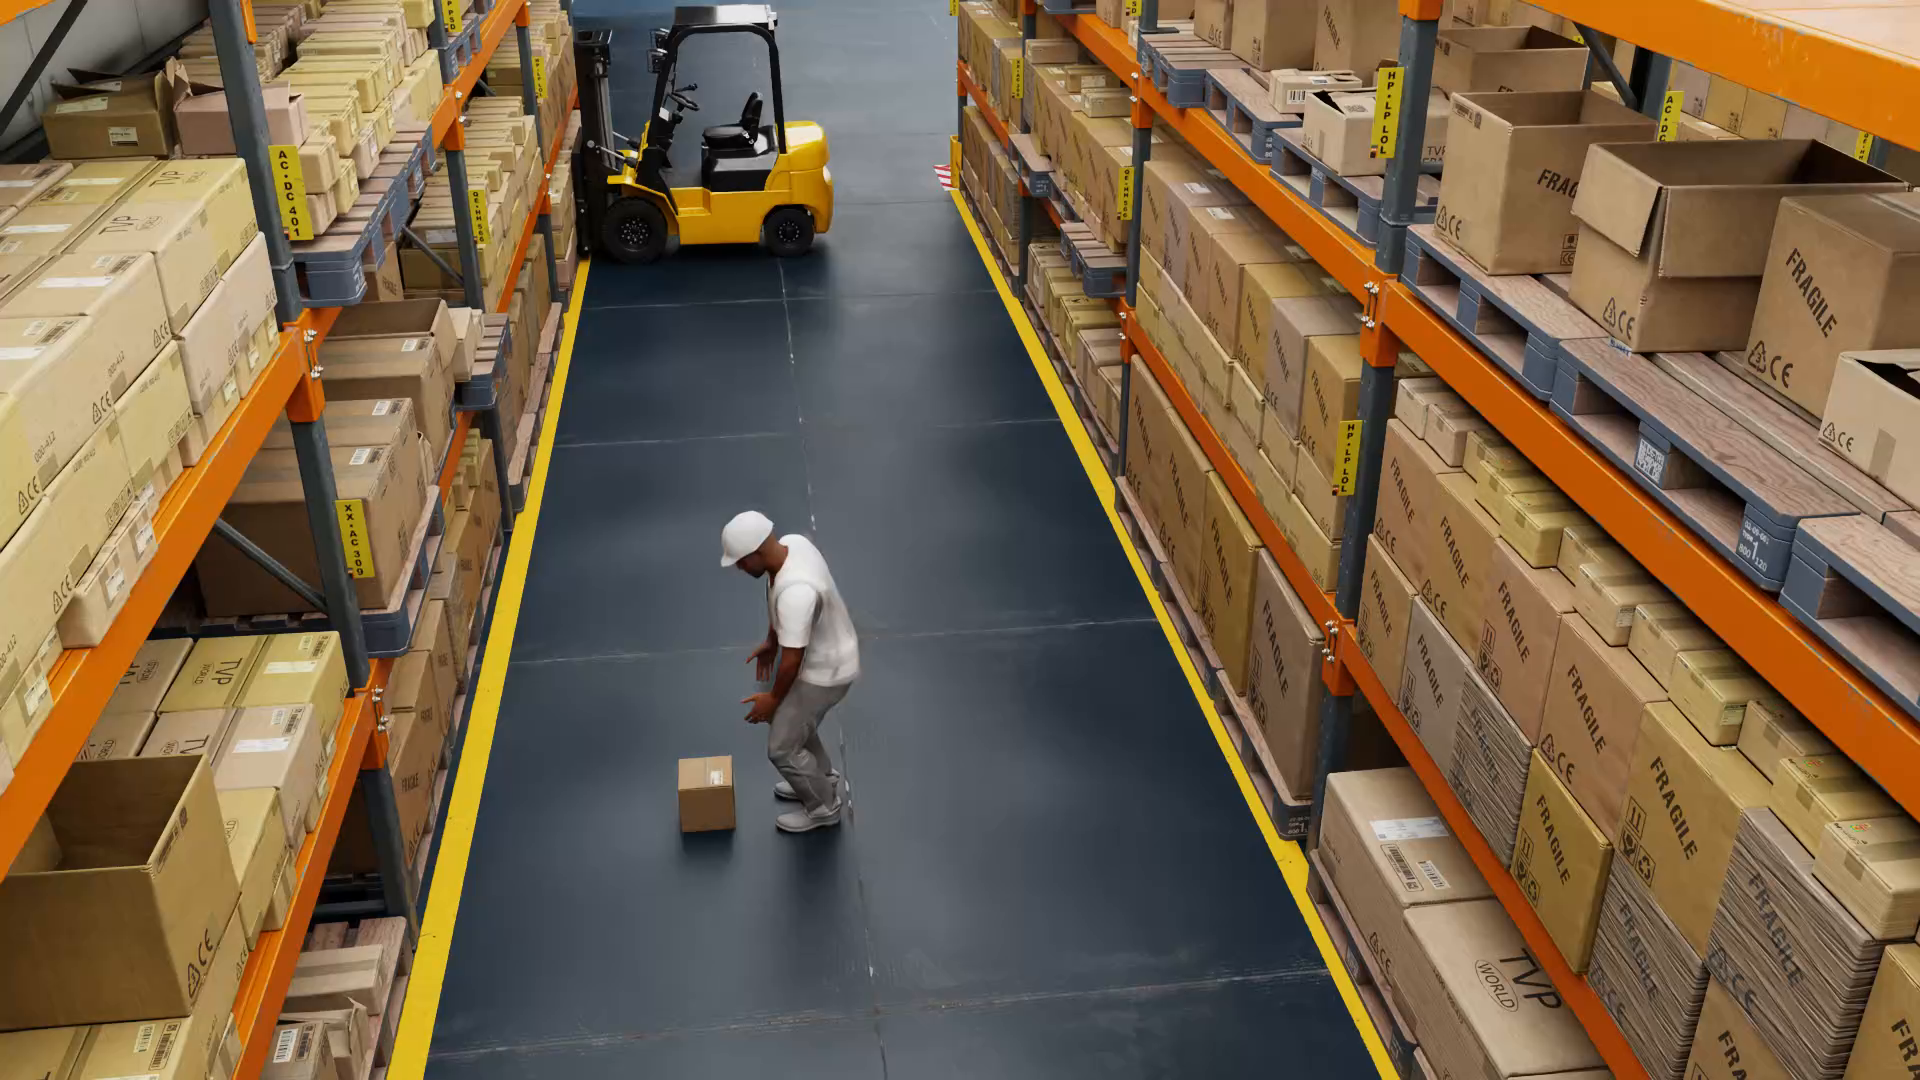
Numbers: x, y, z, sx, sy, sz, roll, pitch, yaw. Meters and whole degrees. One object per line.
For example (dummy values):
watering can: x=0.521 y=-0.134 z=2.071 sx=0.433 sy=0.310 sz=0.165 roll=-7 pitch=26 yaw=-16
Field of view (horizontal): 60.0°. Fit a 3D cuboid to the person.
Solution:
person: x=-0.753 y=0.591 z=7.603 sx=0.599 sy=1.613 sz=0.616 roll=-3 pitch=27 yaw=-6
